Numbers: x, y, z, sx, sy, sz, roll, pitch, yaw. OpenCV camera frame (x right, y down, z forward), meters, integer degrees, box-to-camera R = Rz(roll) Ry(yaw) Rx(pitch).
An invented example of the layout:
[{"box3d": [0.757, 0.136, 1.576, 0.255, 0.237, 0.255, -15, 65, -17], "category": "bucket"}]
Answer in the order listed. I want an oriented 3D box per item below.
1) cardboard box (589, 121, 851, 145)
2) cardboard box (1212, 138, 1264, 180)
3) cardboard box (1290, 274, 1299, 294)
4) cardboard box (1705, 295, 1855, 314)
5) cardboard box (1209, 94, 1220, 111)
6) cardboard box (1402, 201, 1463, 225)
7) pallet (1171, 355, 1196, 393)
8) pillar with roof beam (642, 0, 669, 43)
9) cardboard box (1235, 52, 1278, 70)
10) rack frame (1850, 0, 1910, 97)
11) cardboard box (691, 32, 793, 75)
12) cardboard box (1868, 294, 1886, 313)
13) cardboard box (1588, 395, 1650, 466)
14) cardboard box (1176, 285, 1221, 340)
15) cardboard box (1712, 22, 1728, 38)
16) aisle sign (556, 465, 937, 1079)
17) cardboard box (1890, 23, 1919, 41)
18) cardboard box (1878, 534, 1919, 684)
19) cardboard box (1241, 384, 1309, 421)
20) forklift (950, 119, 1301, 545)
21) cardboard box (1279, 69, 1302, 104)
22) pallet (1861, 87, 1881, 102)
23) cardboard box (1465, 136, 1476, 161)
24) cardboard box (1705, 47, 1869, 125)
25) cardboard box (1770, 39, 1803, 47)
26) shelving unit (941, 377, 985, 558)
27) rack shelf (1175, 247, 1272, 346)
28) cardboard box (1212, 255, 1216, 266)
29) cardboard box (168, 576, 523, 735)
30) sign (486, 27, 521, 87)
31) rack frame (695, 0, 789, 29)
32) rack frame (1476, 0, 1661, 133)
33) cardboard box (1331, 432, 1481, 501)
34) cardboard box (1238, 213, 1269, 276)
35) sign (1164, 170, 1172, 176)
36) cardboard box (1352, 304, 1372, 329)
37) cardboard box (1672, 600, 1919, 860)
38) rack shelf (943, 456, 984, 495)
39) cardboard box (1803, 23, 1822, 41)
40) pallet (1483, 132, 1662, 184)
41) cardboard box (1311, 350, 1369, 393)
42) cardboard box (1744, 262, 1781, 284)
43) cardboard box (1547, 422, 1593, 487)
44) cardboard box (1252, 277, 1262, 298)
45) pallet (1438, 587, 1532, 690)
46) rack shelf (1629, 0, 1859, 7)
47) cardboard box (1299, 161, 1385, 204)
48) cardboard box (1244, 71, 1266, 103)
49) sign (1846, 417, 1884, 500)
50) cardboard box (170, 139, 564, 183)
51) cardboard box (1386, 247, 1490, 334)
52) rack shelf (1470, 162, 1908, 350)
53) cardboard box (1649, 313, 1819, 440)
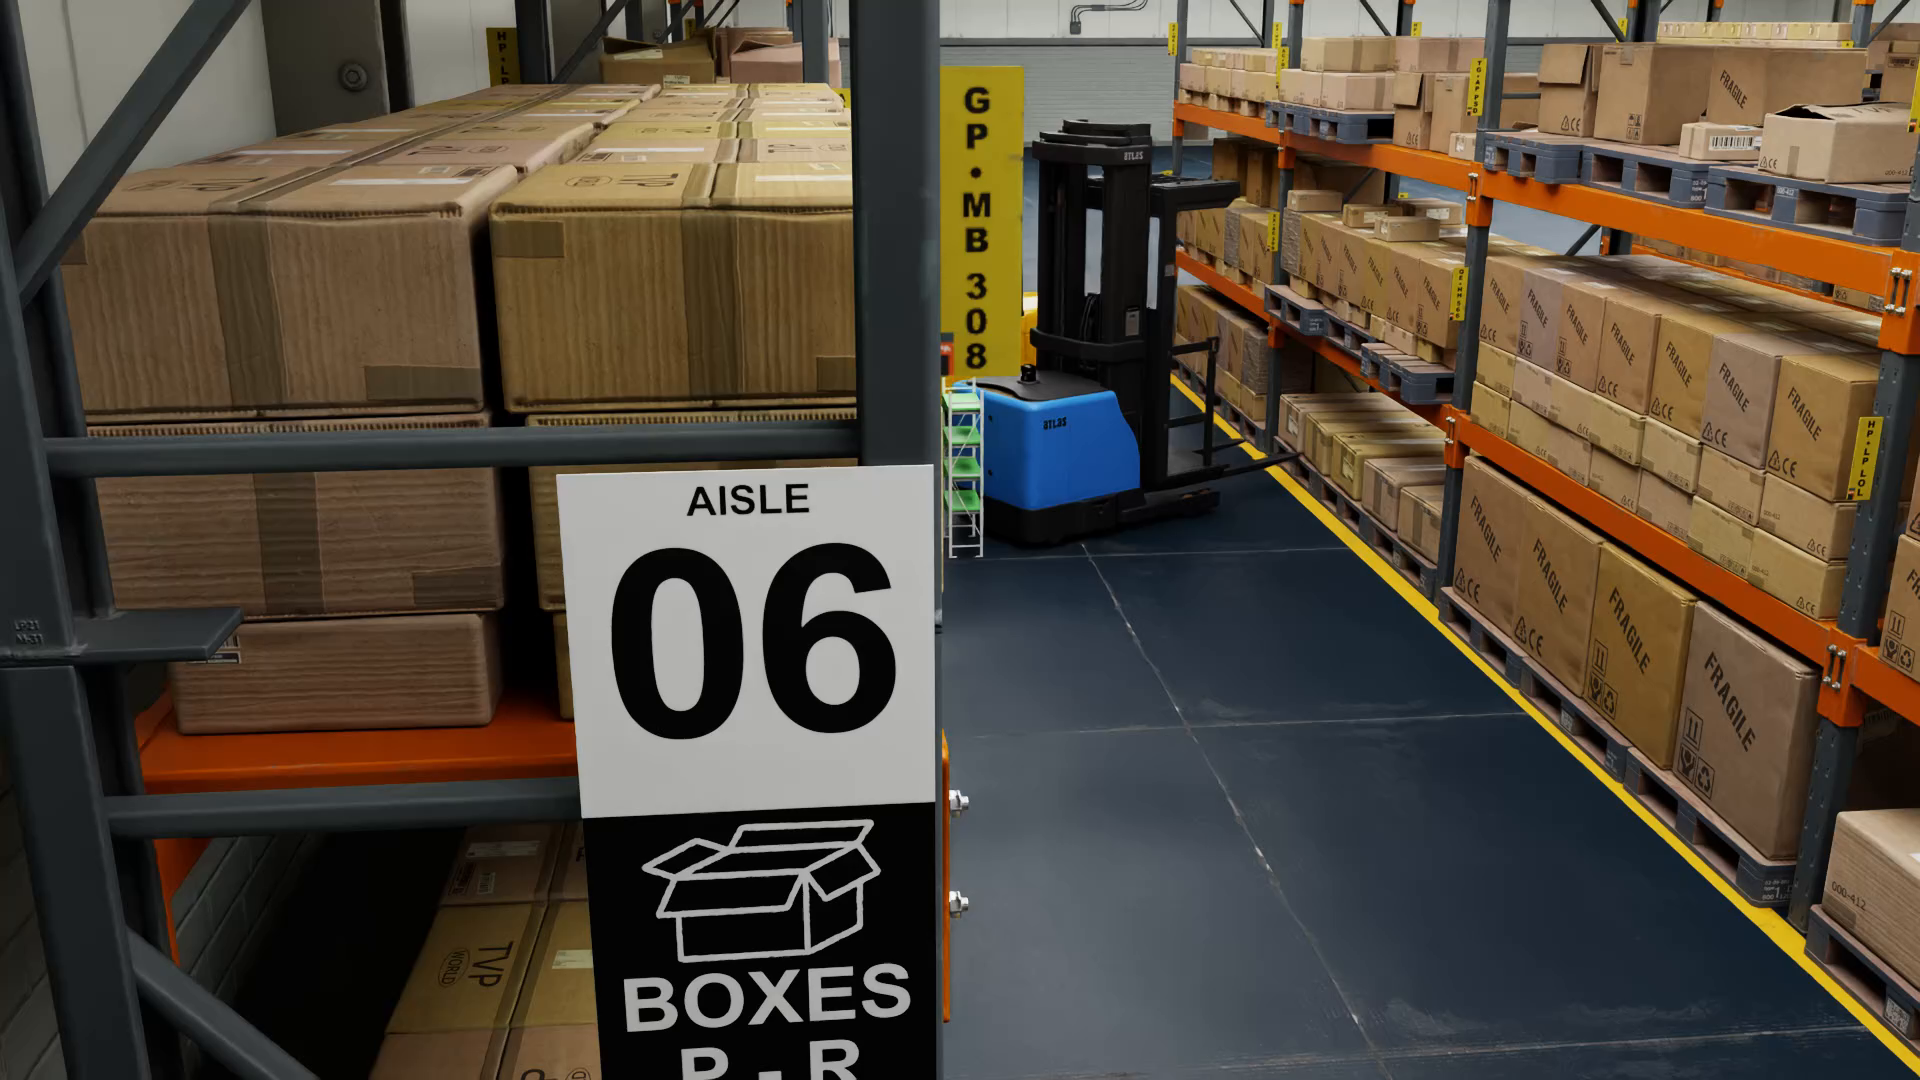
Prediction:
[{"box3d": [-0.418, -0.650, 3.152, 0.500, 0.250, 0.500, -2, 18, -6], "category": "cardboard box"}, {"box3d": [3.033, -3.912, 17.296, 0.700, 0.500, 0.500, -2, 18, -7], "category": "cardboard box"}, {"box3d": [2.919, -2.105, 13.591, 0.380, 0.149, 0.250, -2, 17, -5], "category": "cardboard box"}, {"box3d": [4.053, -0.934, 8.308, 0.500, 0.500, 0.500, -2, 18, -7], "category": "cardboard box"}, {"box3d": [2.612, -4.208, 15.984, 0.380, 0.149, 0.250, -2, 17, -5], "category": "cardboard box"}, {"box3d": [3.584, -2.482, 12.626, 0.380, 0.149, 0.250, -3, 18, -8], "category": "cardboard box"}, {"box3d": [2.820, -1.794, 17.539, 1.003, 0.211, 1.213, -2, 18, -6], "category": "pallet"}, {"box3d": [1.284, -5.996, 16.252, 9.100, 9.000, 0.400, -2, 18, -6], "category": "pillar with roof beam"}, {"box3d": [2.725, -4.362, 15.145, 0.380, 0.149, 0.250, -2, 17, -5], "category": "cardboard box"}, {"box3d": [8.089, -5.244, 13.857, 1.000, 3.000, 0.127, -2, 18, -6], "category": "rack frame"}, {"box3d": [-1.332, -2.950, 10.523, 0.700, 0.500, 0.500, -2, 18, -7], "category": "cardboard box"}, {"box3d": [7.928, -2.114, 13.736, 0.500, 0.500, 0.500, -2, 18, -5], "category": "cardboard box"}, {"box3d": [3.526, -0.561, 8.371, 0.500, 0.250, 0.500, -1, 17, -5], "category": "cardboard box"}, {"box3d": [2.574, -2.381, 17.390, 0.500, 0.500, 0.500, -2, 18, -7], "category": "cardboard box"}, {"box3d": [7.551, -4.949, 16.145, 0.380, 0.149, 0.250, -2, 17, -5], "category": "cardboard box"}, {"box3d": [-0.224, 0.302, 1.867, 0.394, 0.787, 0.004, -2, 18, -6], "category": "aisle sign"}, {"box3d": [8.390, -4.440, 14.525, 0.380, 0.149, 0.250, -2, 18, -5], "category": "cardboard box"}, {"box3d": [3.789, 0.285, 6.094, 0.500, 0.500, 0.500, -1, 17, -4], "category": "cardboard box"}, {"box3d": [2.848, -1.255, 15.056, 0.500, 0.250, 0.500, -1, 17, -3], "category": "cardboard box"}, {"box3d": [1.393, -1.697, 12.688, 3.031, 2.935, 1.130, -13, 21, -35], "category": "forklift"}, {"box3d": [2.837, -3.572, 13.089, 0.500, 0.250, 0.500, -2, 18, -7], "category": "cardboard box"}, {"box3d": [8.015, -4.015, 15.097, 1.003, 0.211, 1.213, -2, 18, -6], "category": "pallet"}, {"box3d": [3.347, -2.405, 10.243, 0.380, 0.149, 0.250, -2, 18, -6], "category": "cardboard box"}, {"box3d": [4.059, -2.170, 8.205, 0.500, 0.500, 0.500, -2, 18, -5], "category": "cardboard box"}, {"box3d": [7.731, -4.421, 15.128, 0.500, 0.250, 0.500, -2, 18, -6], "category": "cardboard box"}, {"box3d": [0.017, -0.523, 11.840, 0.258, 1.200, 0.503, -2, 18, -6], "category": "shelving unit"}, {"box3d": [2.970, -2.451, 16.178, 1.077, 0.370, 4.000, -2, 18, -6], "category": "rack shelf"}, {"box3d": [2.707, -2.777, 16.433, 0.380, 0.149, 0.250, -1, 17, -4], "category": "cardboard box"}, {"box3d": [-0.786, 0.132, 2.162, 0.380, 0.149, 0.250, -1, 17, -4], "category": "cardboard box"}, {"box3d": [-1.487, -1.508, 5.445, 0.100, 0.325, 0.005, -2, 18, -6], "category": "sign"}, {"box3d": [-2.174, -6.098, 16.578, 1.000, 3.000, 0.127, -2, 18, -6], "category": "rack frame"}, {"box3d": [3.588, -3.869, 9.478, 1.000, 3.000, 0.127, -2, 18, -6], "category": "rack frame"}, {"box3d": [3.383, -0.568, 12.664, 0.950, 0.372, 0.625, -1, 17, -4], "category": "cardboard box"}, {"box3d": [2.823, -2.666, 14.998, 0.500, 0.500, 0.500, -1, 17, -4], "category": "cardboard box"}, {"box3d": [2.224, -3.787, 17.785, 0.100, 0.325, 0.005, -2, 18, -6], "category": "sign"}, {"box3d": [3.082, -1.637, 12.102, 0.380, 0.149, 0.250, -2, 18, -7], "category": "cardboard box"}, {"box3d": [3.857, 0.816, 7.416, 0.875, 0.875, 0.875, -1, 17, -4], "category": "cardboard box"}, {"box3d": [0.017, -0.462, 11.859, 0.258, 0.148, 0.480, -2, 18, -6], "category": "rack shelf"}, {"box3d": [7.708, -4.496, 14.702, 0.380, 0.149, 0.250, -2, 18, -6], "category": "cardboard box"}, {"box3d": [3.708, -2.158, 9.350, 1.213, 0.211, 1.003, -1, 17, -3], "category": "pallet"}, {"box3d": [3.384, -1.629, 14.995, 0.500, 0.500, 0.500, -1, 17, -3], "category": "cardboard box"}, {"box3d": [7.960, -2.726, 15.602, 0.875, 0.550, 0.550, -2, 18, -6], "category": "cardboard box"}, {"box3d": [3.508, -0.473, 8.926, 0.500, 0.250, 0.500, -1, 17, -4], "category": "cardboard box"}, {"box3d": [2.807, -2.239, 14.721, 0.380, 0.149, 0.250, -1, 17, -4], "category": "cardboard box"}, {"box3d": [3.595, 0.561, 10.038, 1.003, 0.211, 1.213, -2, 18, -6], "category": "pallet"}, {"box3d": [7.883, -5.306, 15.922, 1.077, 0.370, 4.000, -2, 18, -6], "category": "rack shelf"}, {"box3d": [3.346, -3.003, 14.402, 0.700, 0.500, 0.500, -2, 18, -6], "category": "cardboard box"}, {"box3d": [2.809, -3.974, 14.573, 0.500, 0.250, 0.500, -2, 18, -7], "category": "cardboard box"}, {"box3d": [3.462, -0.310, 6.356, 0.100, 0.325, 0.005, -2, 18, -6], "category": "sign"}, {"box3d": [-0.900, -0.488, 2.634, 0.500, 0.250, 0.500, -2, 18, -7], "category": "cardboard box"}, {"box3d": [3.201, -1.677, 11.148, 0.500, 0.500, 0.500, -2, 18, -7], "category": "cardboard box"}, {"box3d": [3.795, -1.499, 8.137, 1.077, 0.370, 4.000, -2, 18, -6], "category": "rack shelf"}, {"box3d": [3.612, -0.771, 7.788, 0.500, 0.500, 0.500, -1, 17, -4], "category": "cardboard box"}]
